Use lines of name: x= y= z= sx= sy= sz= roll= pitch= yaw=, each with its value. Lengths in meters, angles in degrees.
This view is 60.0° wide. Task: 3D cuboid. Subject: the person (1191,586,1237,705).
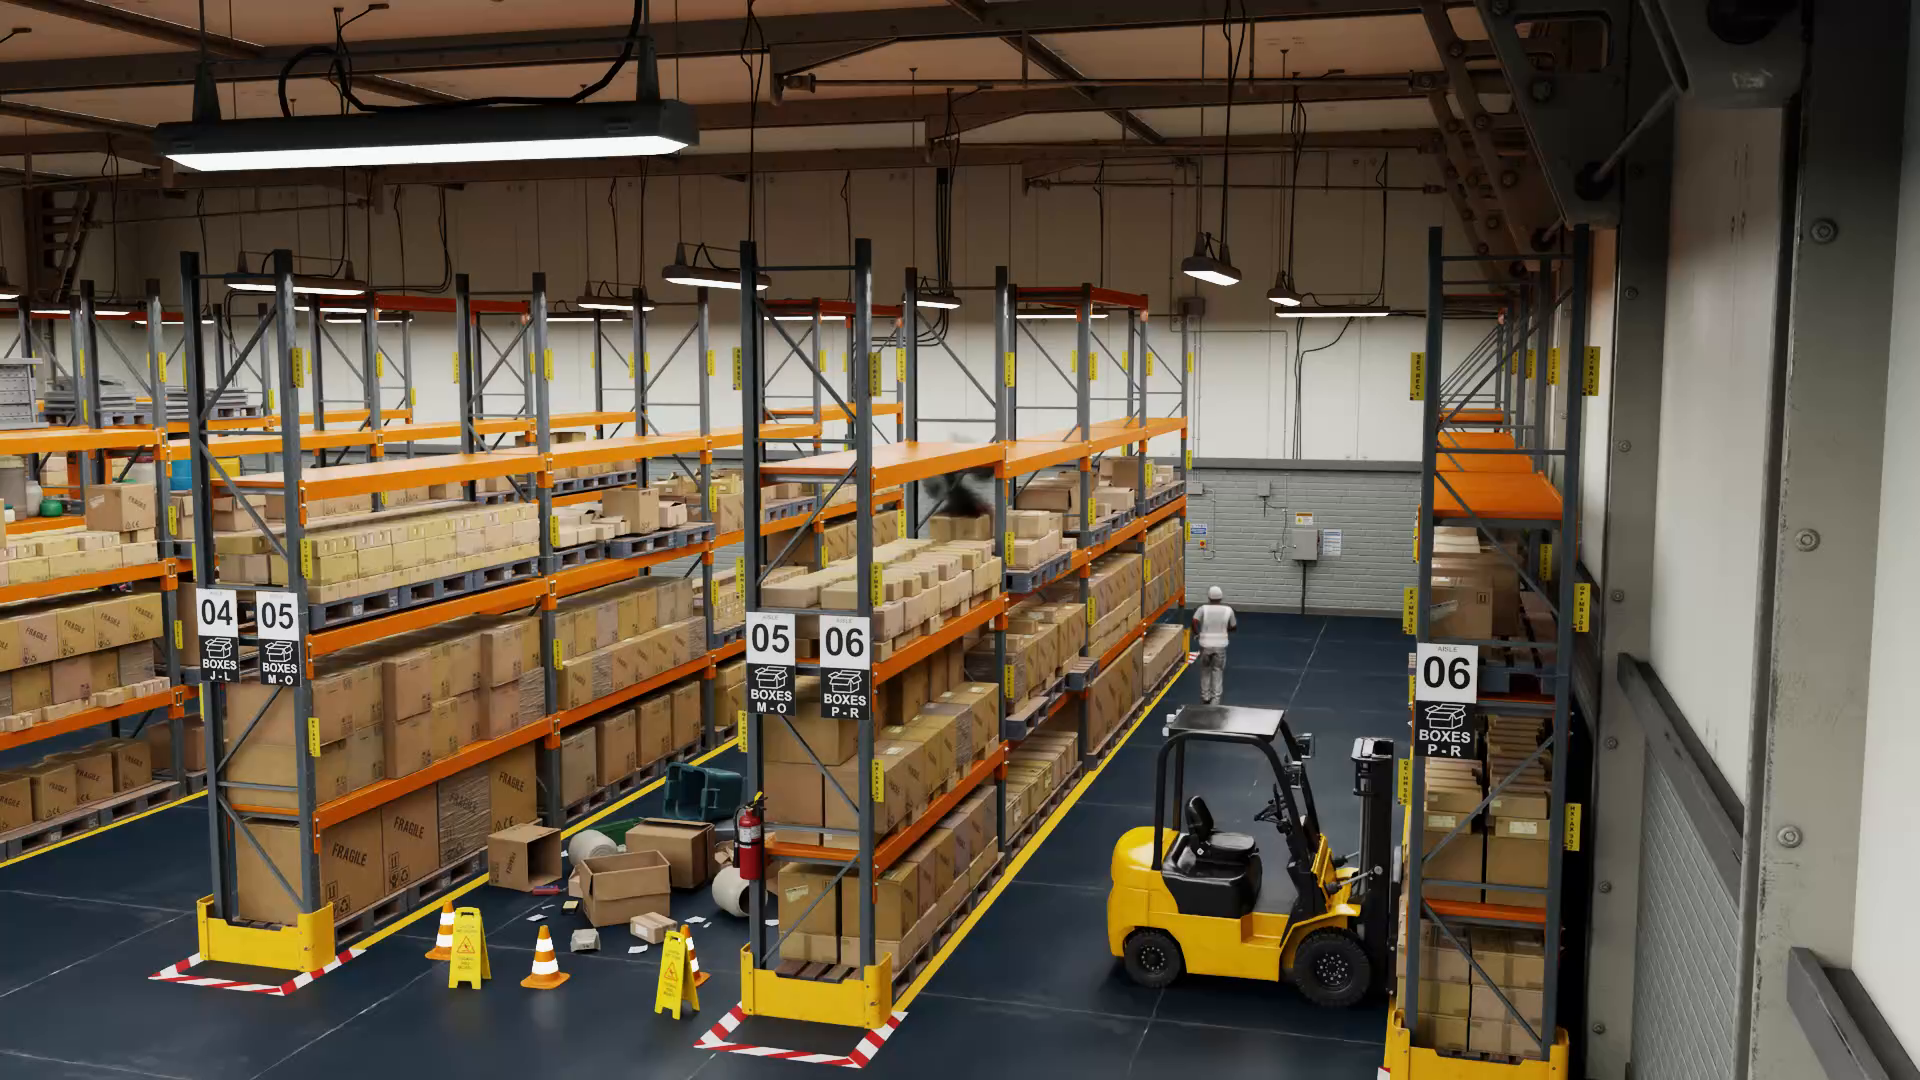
person: x=3.697 y=1.578 z=24.157 sx=0.644 sy=1.837 sz=0.754 roll=1 pitch=6 yaw=9
